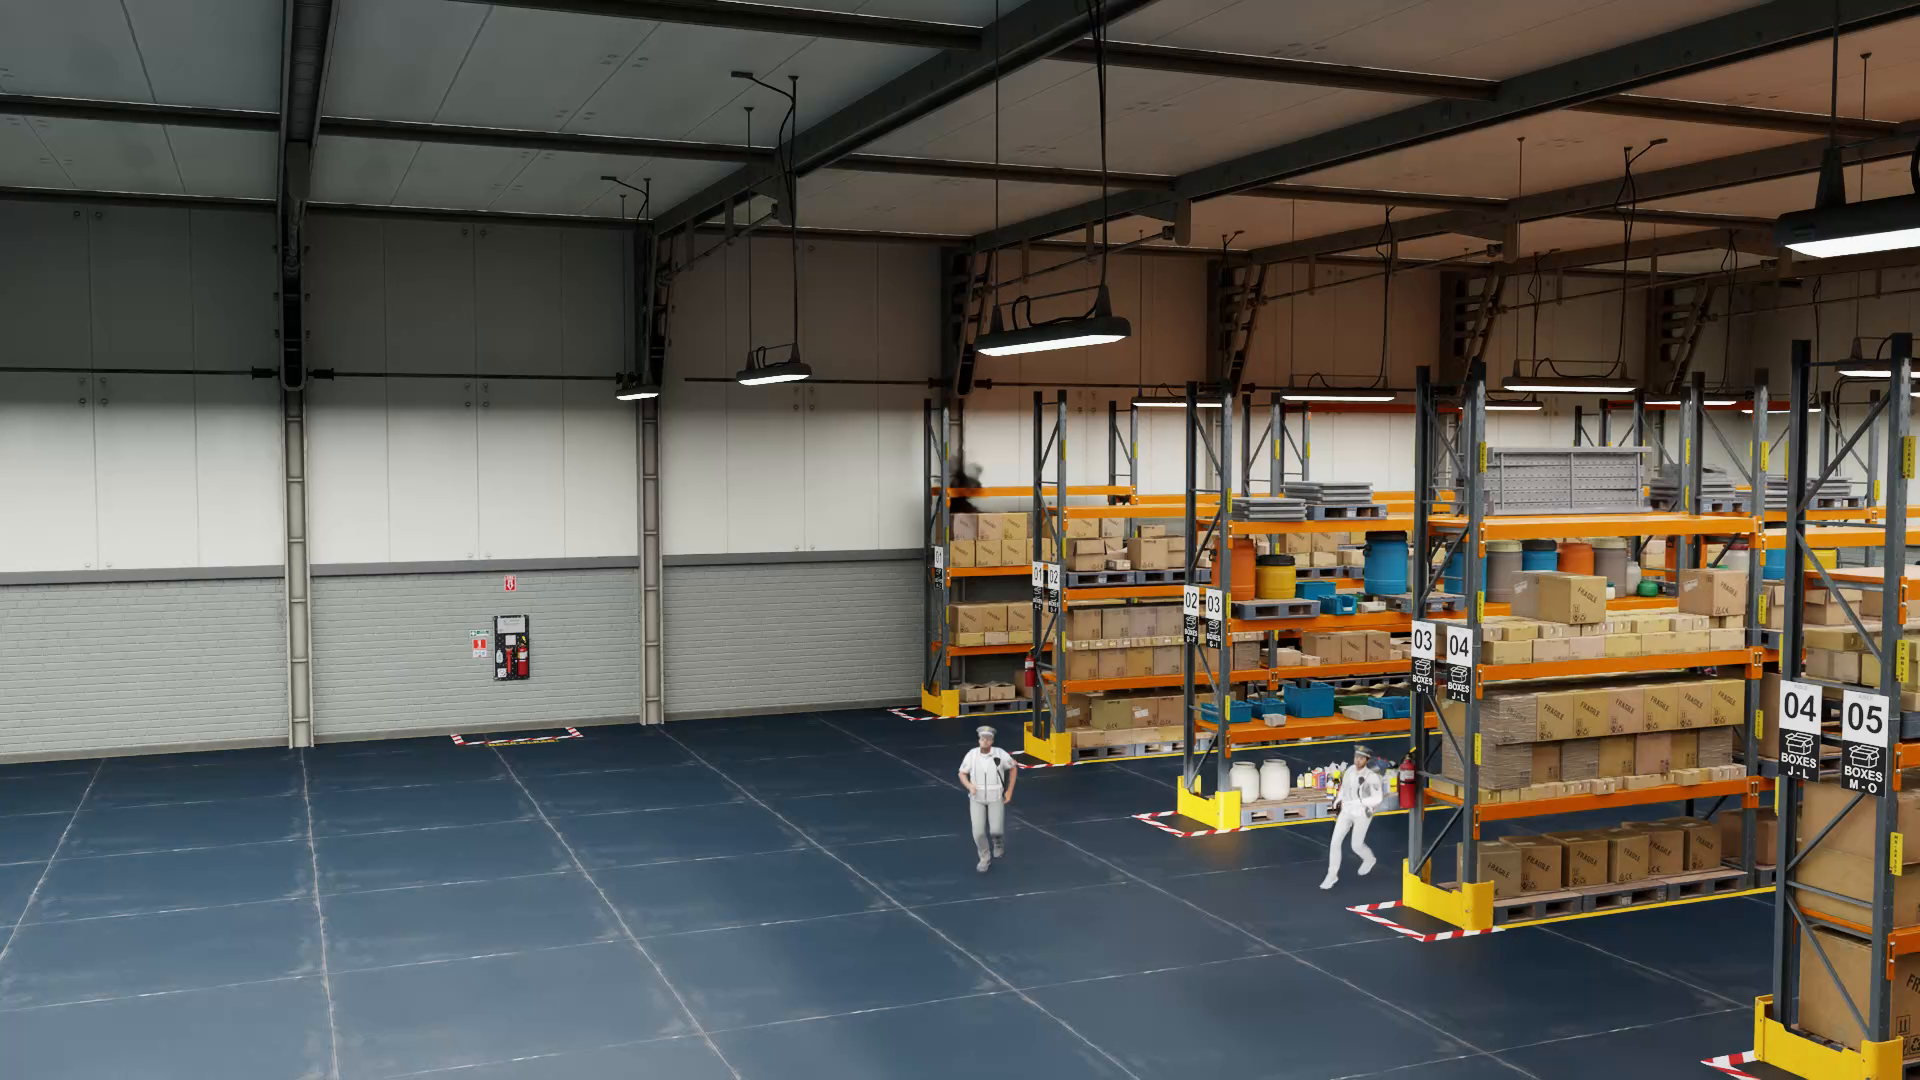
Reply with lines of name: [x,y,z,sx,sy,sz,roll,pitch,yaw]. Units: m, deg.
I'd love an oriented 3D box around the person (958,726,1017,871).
person: [0.325,3.112,20.085,0.705,1.752,0.612,0,3,5]

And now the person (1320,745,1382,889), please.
person: [4.639,3.207,19.332,0.867,1.701,0.657,-3,4,-41]
